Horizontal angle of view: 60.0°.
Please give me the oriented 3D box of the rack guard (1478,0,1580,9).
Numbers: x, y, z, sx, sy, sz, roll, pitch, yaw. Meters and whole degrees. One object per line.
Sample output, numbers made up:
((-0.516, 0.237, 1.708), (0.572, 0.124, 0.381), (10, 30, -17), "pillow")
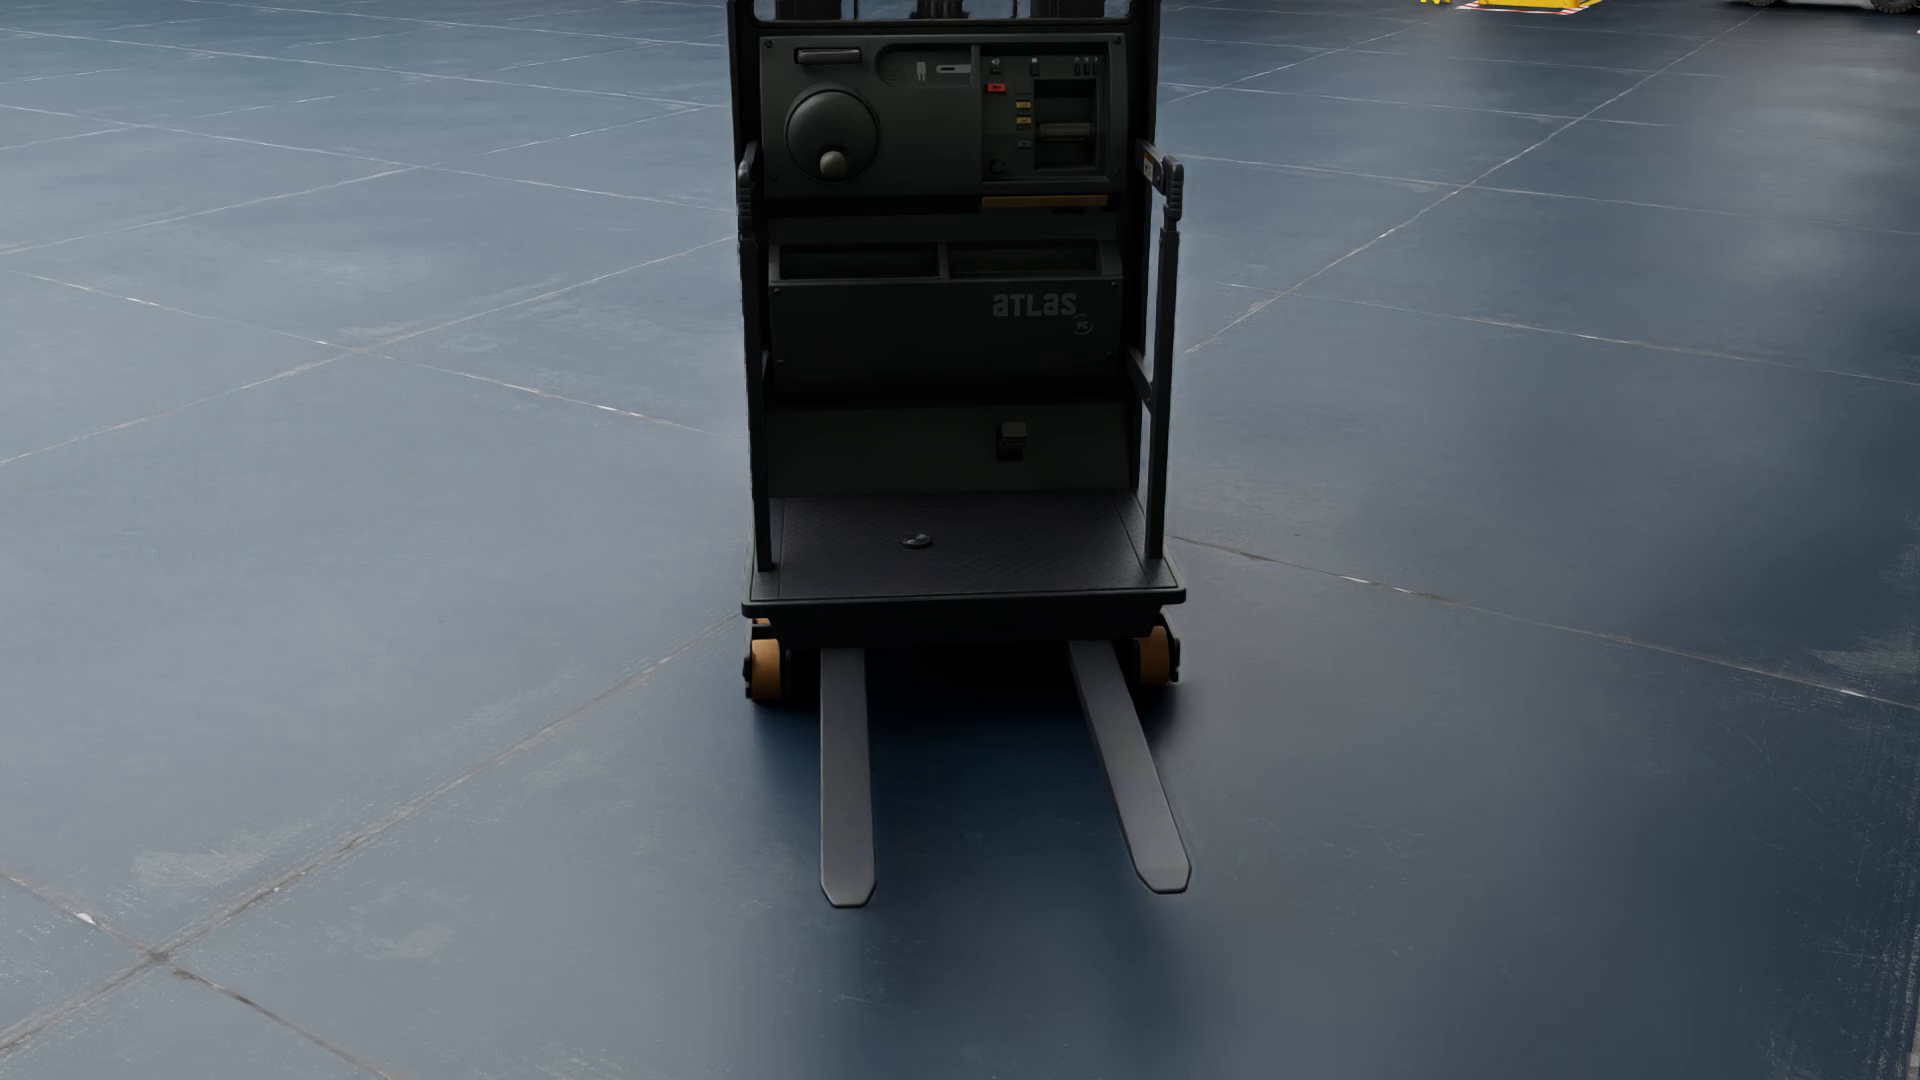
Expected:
((6.985, -6.806, 20.343), (1.175, 0.500, 0.348), (14, 27, 29), "rack guard")

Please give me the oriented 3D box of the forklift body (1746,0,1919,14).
((10.615, -7.522, 19.917), (2.313, 2.155, 1.214), (14, 27, 29), "forklift body")

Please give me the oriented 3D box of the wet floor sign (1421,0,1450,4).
((5.936, -7.007, 20.625), (0.232, 0.644, 0.267), (-17, 29, -35), "wet floor sign")

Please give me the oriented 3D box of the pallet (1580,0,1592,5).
((7.444, -6.940, 21.017), (1.003, 0.211, 1.213), (14, 27, 29), "pallet")

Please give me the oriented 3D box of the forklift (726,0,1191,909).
((-0.019, -1.065, 4.022), (1.130, 2.935, 3.031), (-2, 23, -4), "forklift")
